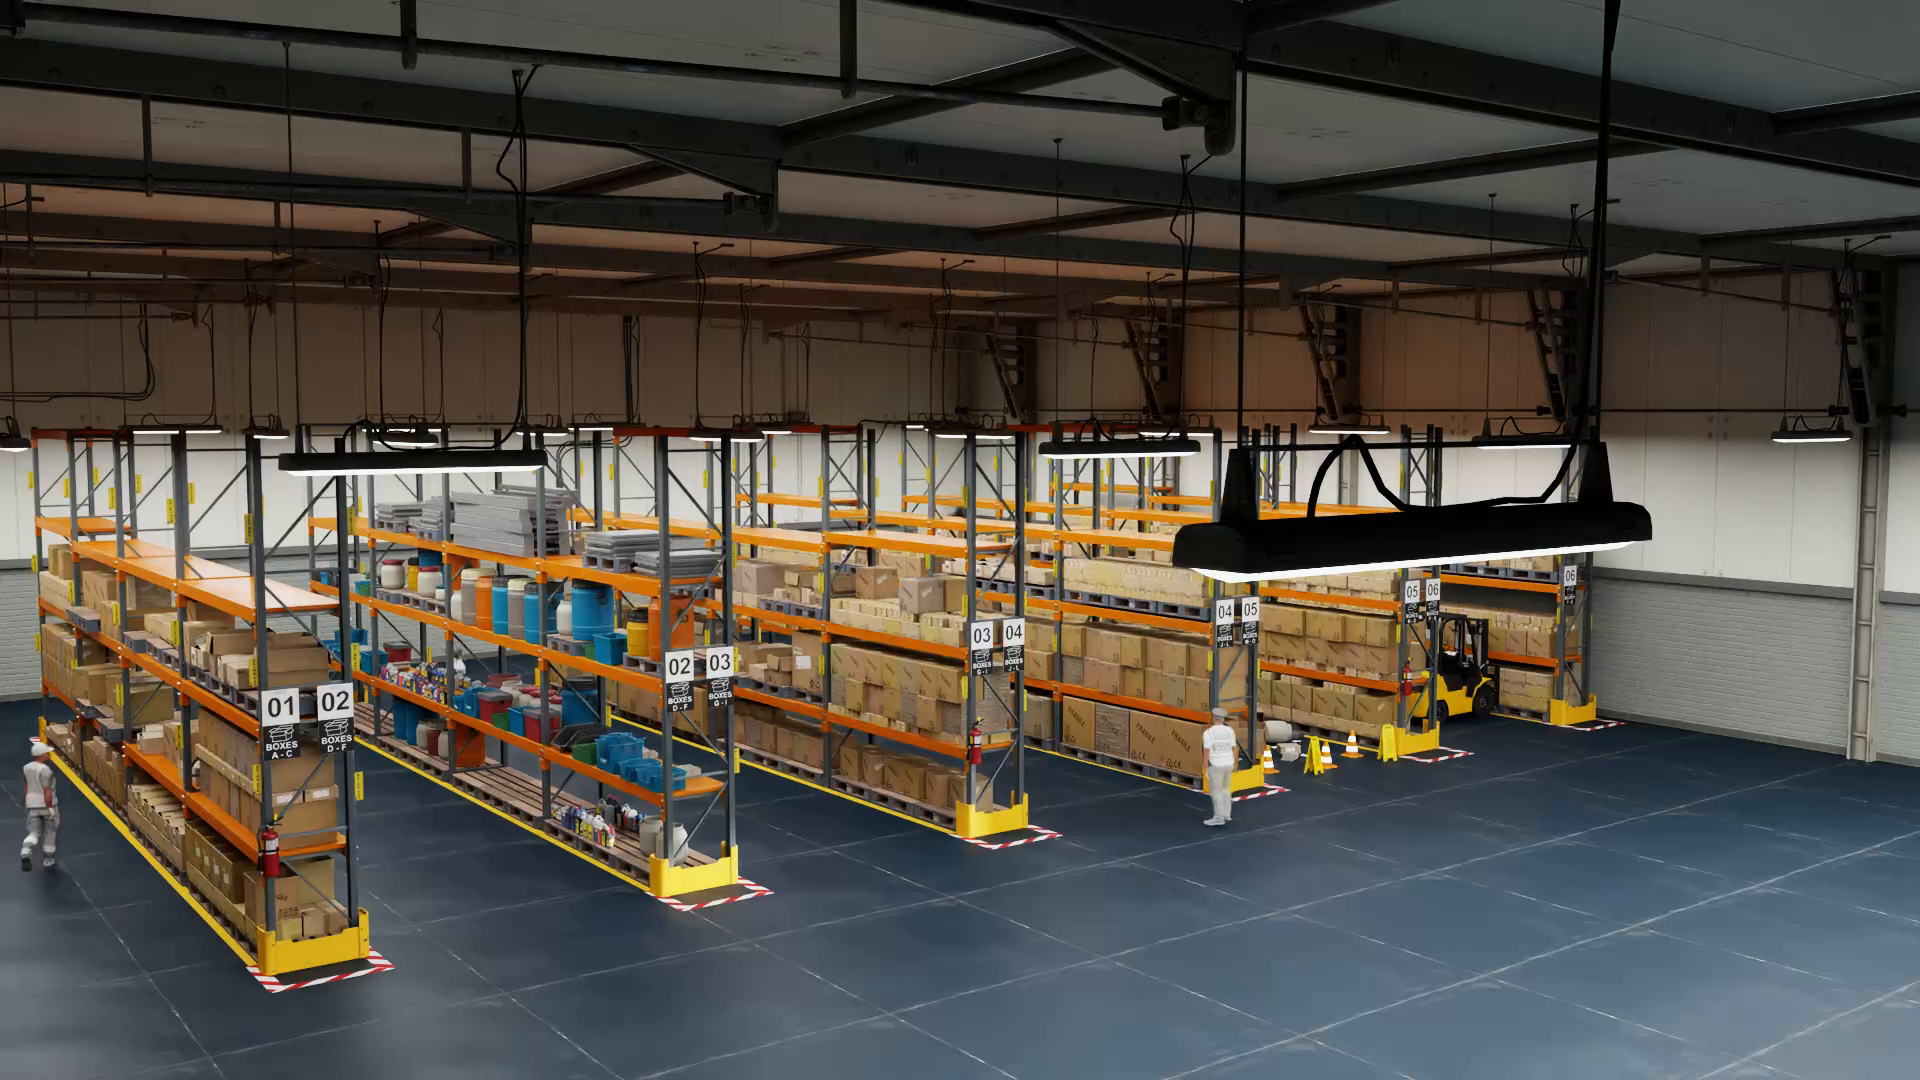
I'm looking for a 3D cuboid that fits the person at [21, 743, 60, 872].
[{"bbox_3d":[-12.569,3.653,22.662,0.498,1.780,0.724,0,4,-2],"label":"person"}]

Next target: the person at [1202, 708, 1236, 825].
[{"bbox_3d":[3.961,3.461,25.414,0.611,1.801,0.432,-3,5,-31],"label":"person"}]

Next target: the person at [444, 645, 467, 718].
[{"bbox_3d":[-9.960,2.913,33.107,0.614,1.669,0.630,1,5,7],"label":"person"}]
